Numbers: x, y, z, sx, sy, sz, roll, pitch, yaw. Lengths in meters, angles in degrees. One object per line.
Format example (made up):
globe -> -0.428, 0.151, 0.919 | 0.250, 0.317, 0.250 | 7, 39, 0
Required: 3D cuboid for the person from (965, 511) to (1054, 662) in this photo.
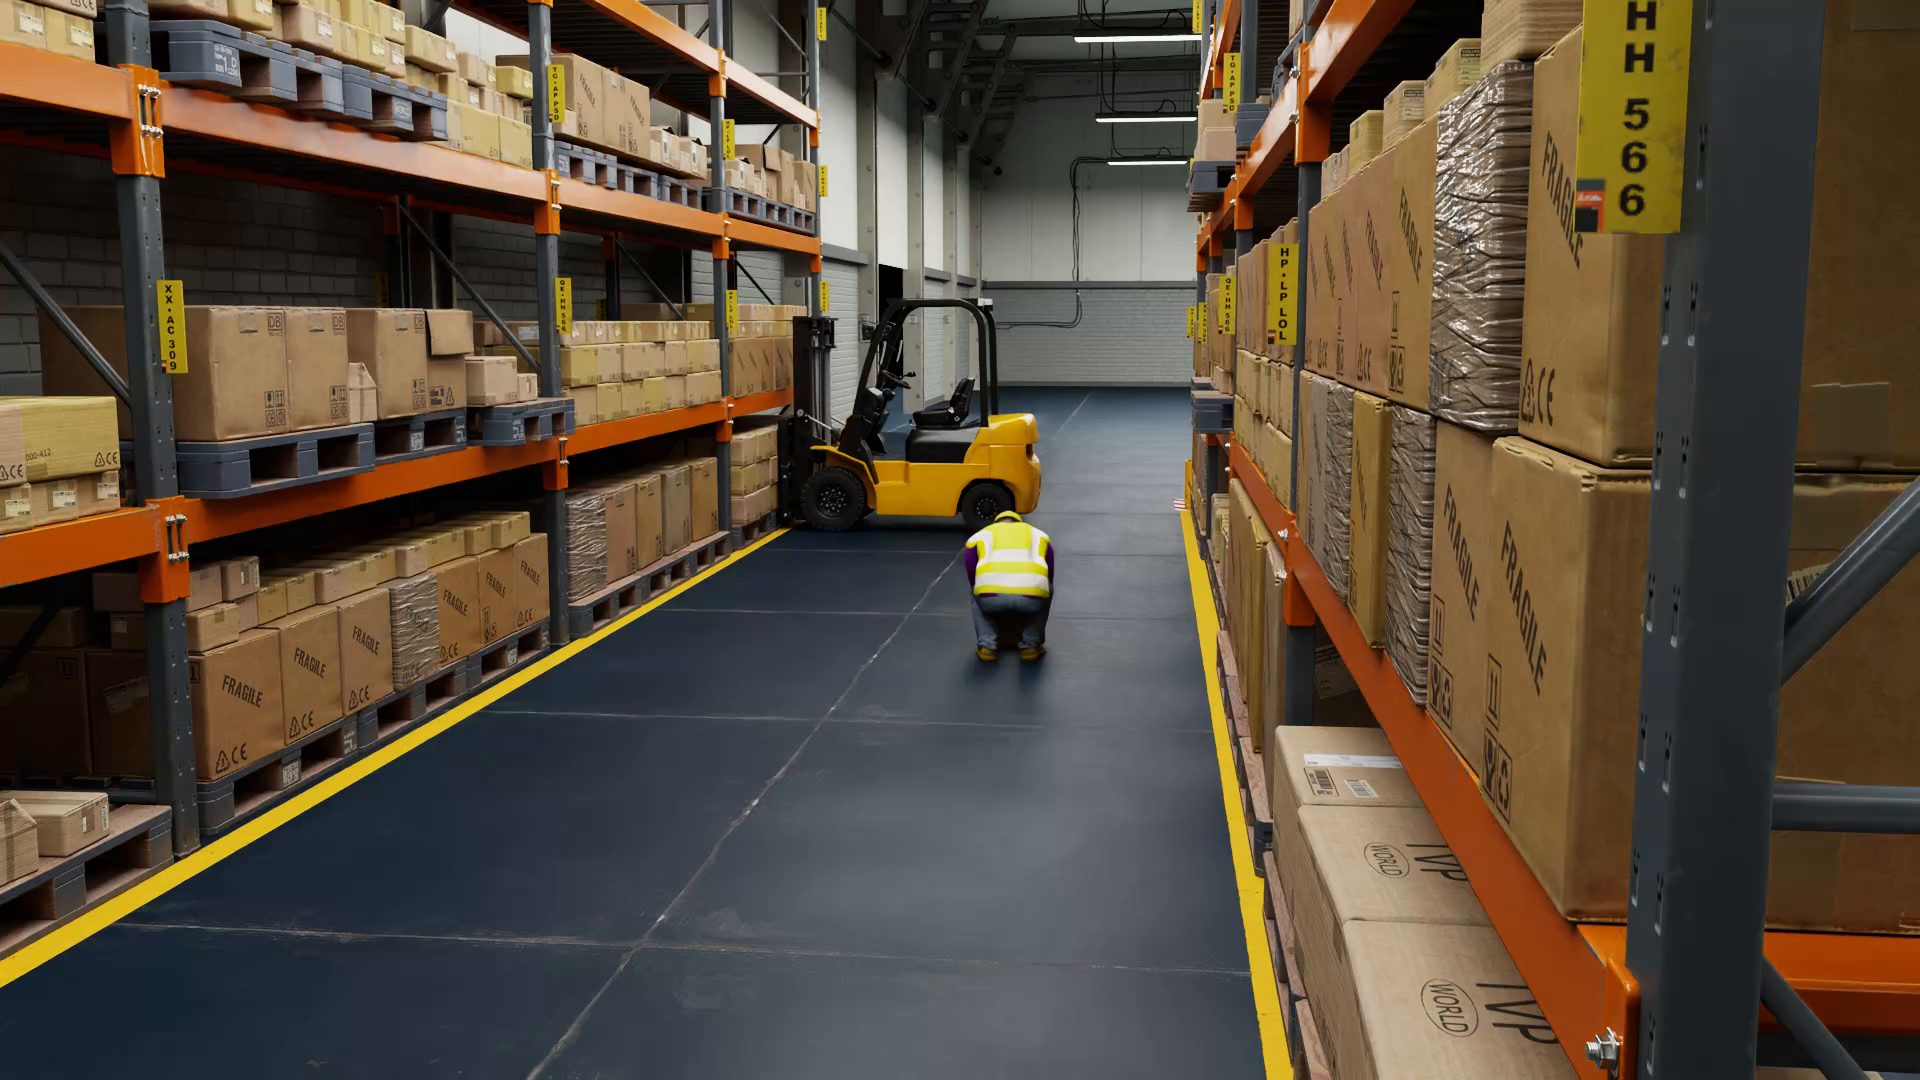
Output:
person -> 0.284, 0.310, 9.847 | 0.534, 0.889, 0.933 | 1, 8, 5
